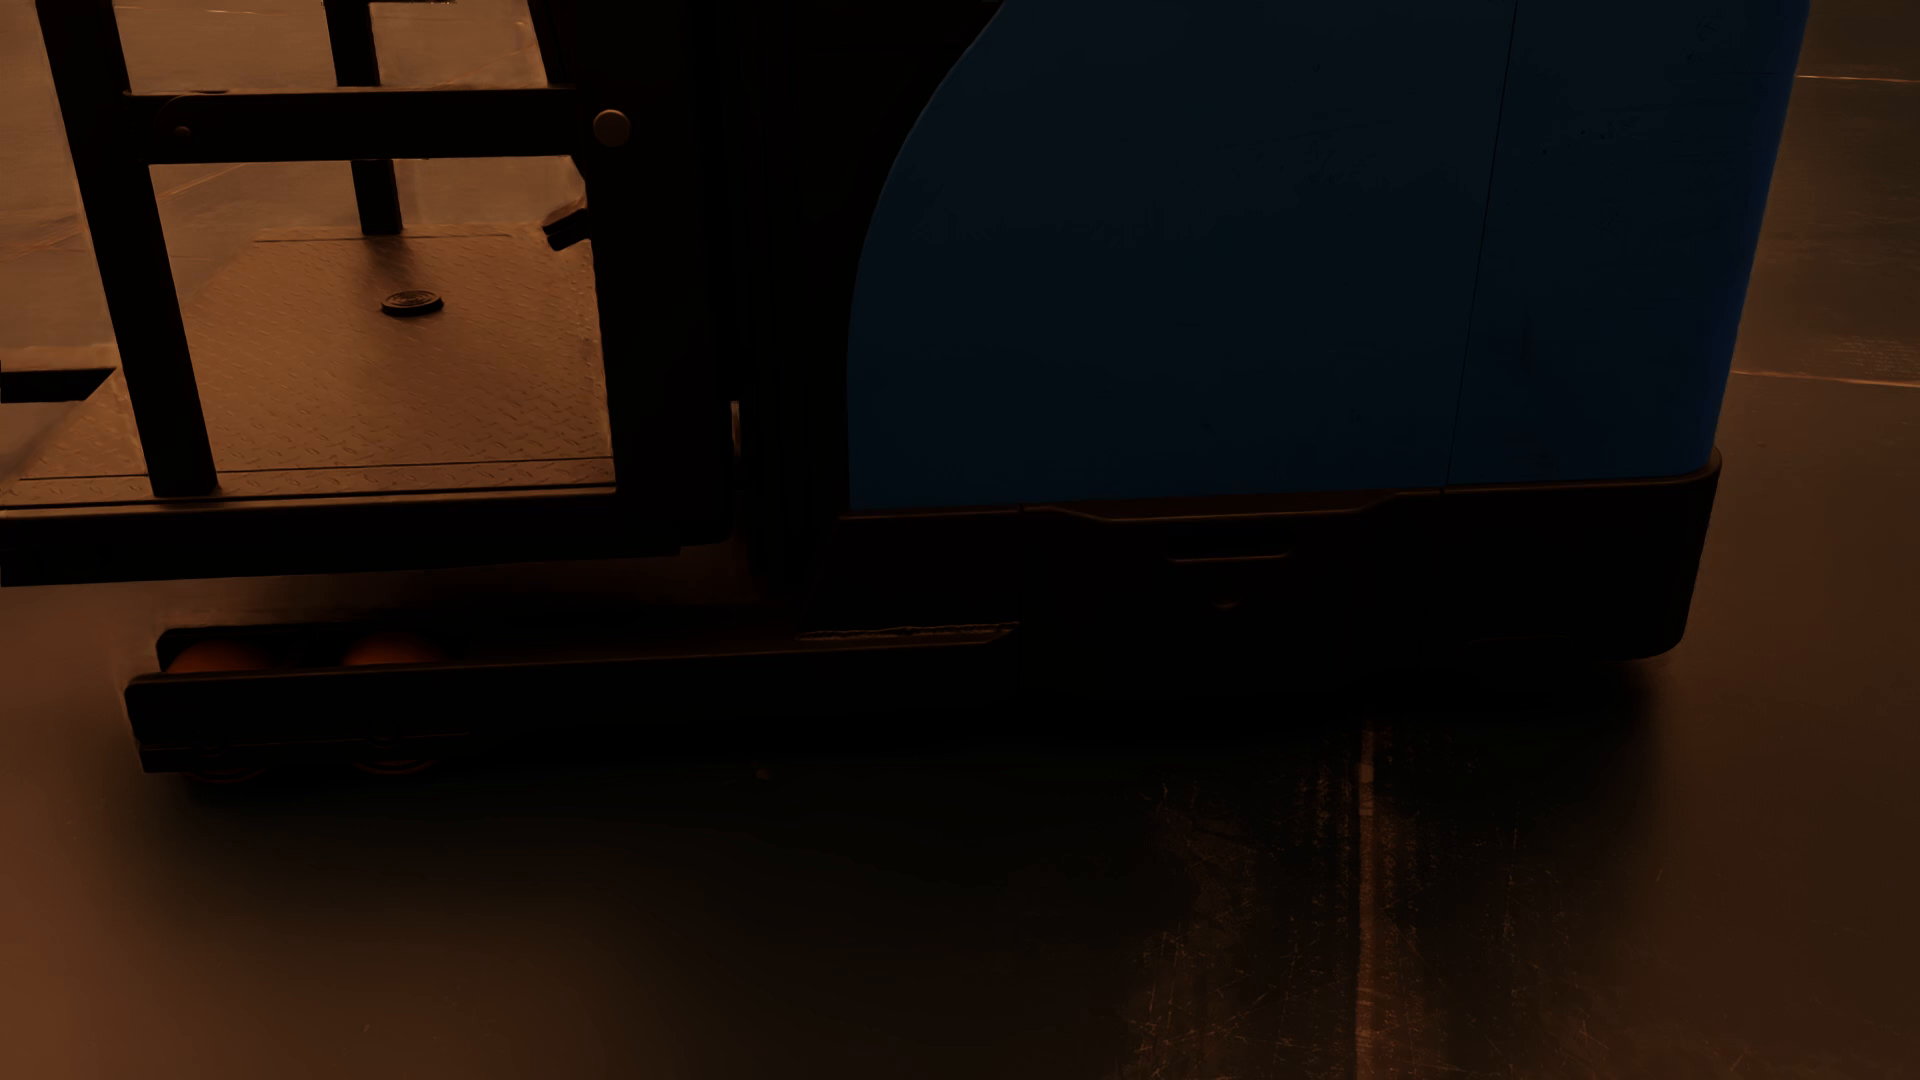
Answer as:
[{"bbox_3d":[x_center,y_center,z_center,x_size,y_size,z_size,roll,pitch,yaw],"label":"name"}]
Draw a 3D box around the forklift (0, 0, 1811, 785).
[{"bbox_3d":[-0.623,-1.274,1.771,3.031,2.935,1.130,-2,27,-5],"label":"forklift"}]
